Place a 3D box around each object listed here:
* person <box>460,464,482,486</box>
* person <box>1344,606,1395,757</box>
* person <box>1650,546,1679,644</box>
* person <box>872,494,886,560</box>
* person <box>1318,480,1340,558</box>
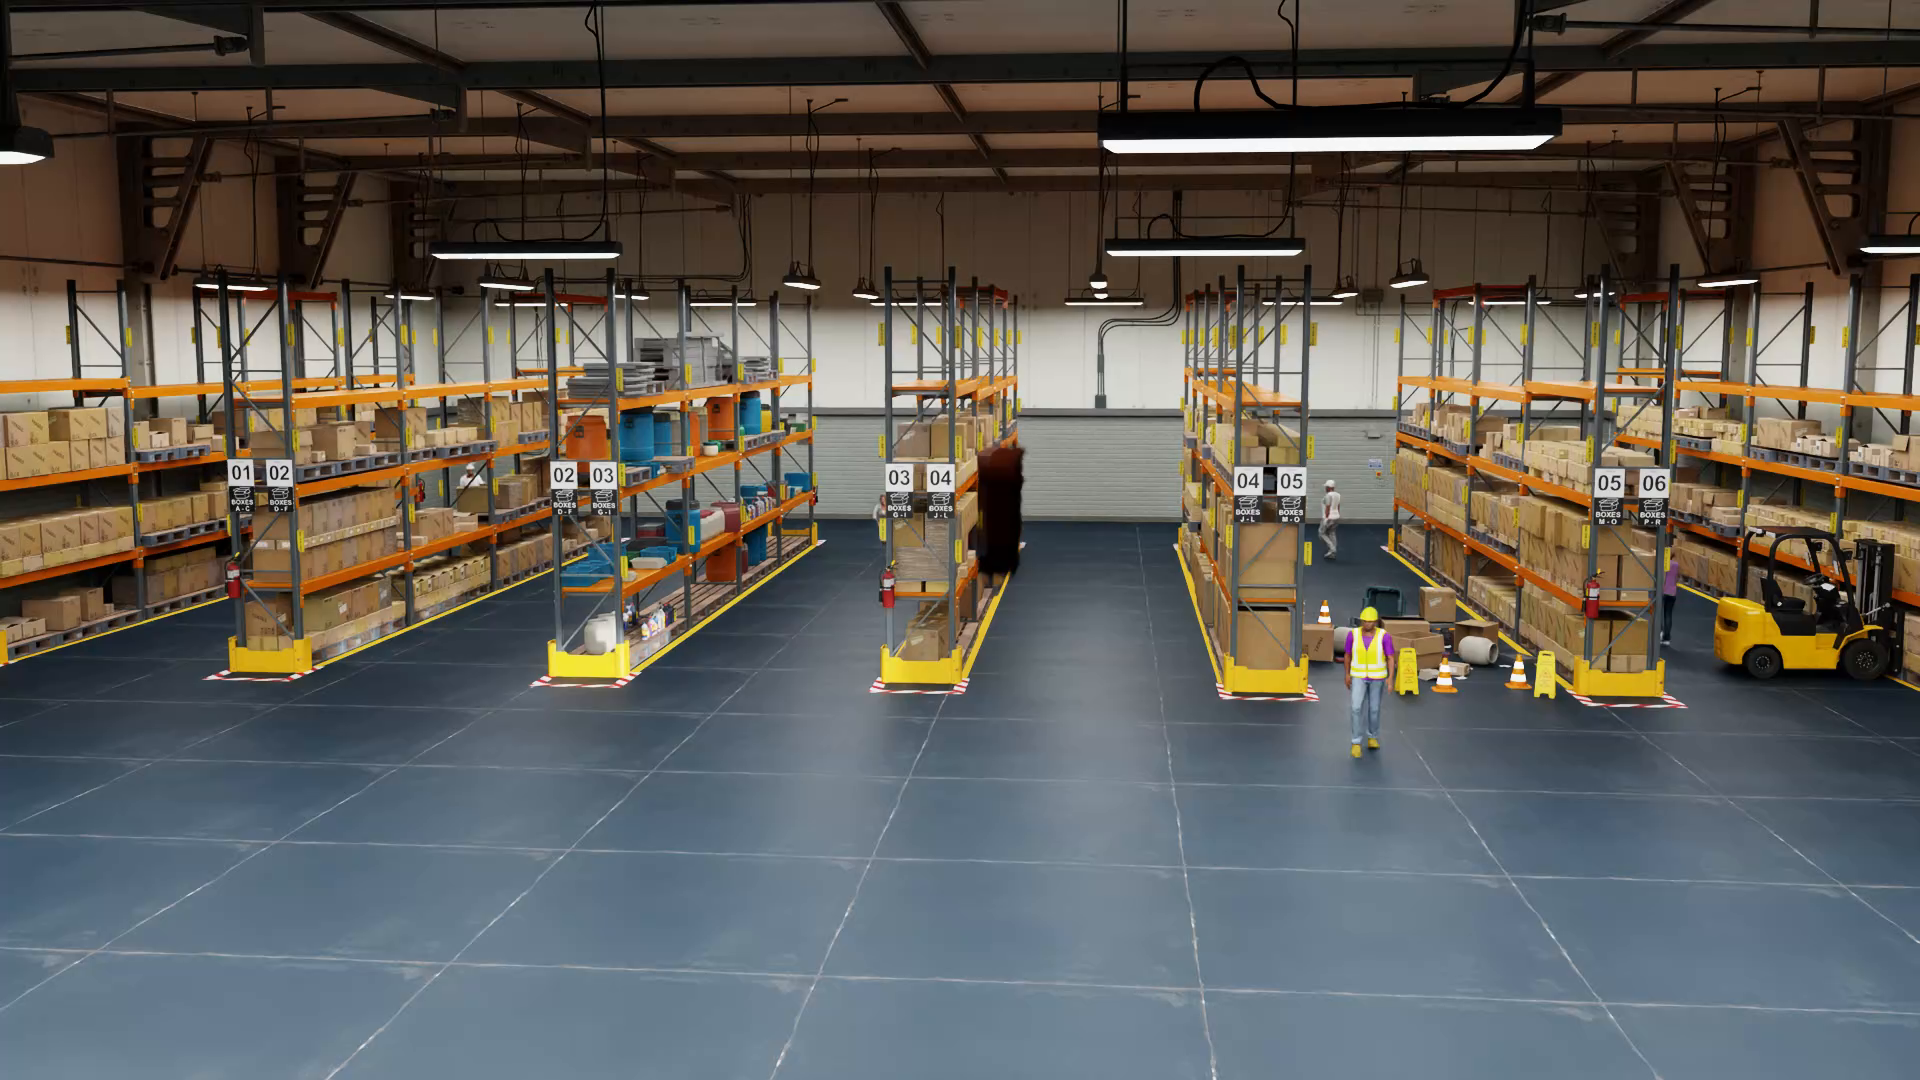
[{"bbox_3d":[-12.731,-1.117,43.228,0.645,1.699,1.090,-1,7,-10],"label":"person"},{"bbox_3d":[4.948,1.691,20.138,0.615,1.781,0.688,2,7,19],"label":"person"},{"bbox_3d":[11.533,0.909,27.155,0.435,1.603,0.447,0,7,0],"label":"person"},{"bbox_3d":[-1.659,-0.296,37.337,0.535,1.511,0.789,2,7,16],"label":"person"},{"bbox_3d":[8.447,-0.471,37.802,0.468,1.785,0.608,6,9,41],"label":"person"}]
